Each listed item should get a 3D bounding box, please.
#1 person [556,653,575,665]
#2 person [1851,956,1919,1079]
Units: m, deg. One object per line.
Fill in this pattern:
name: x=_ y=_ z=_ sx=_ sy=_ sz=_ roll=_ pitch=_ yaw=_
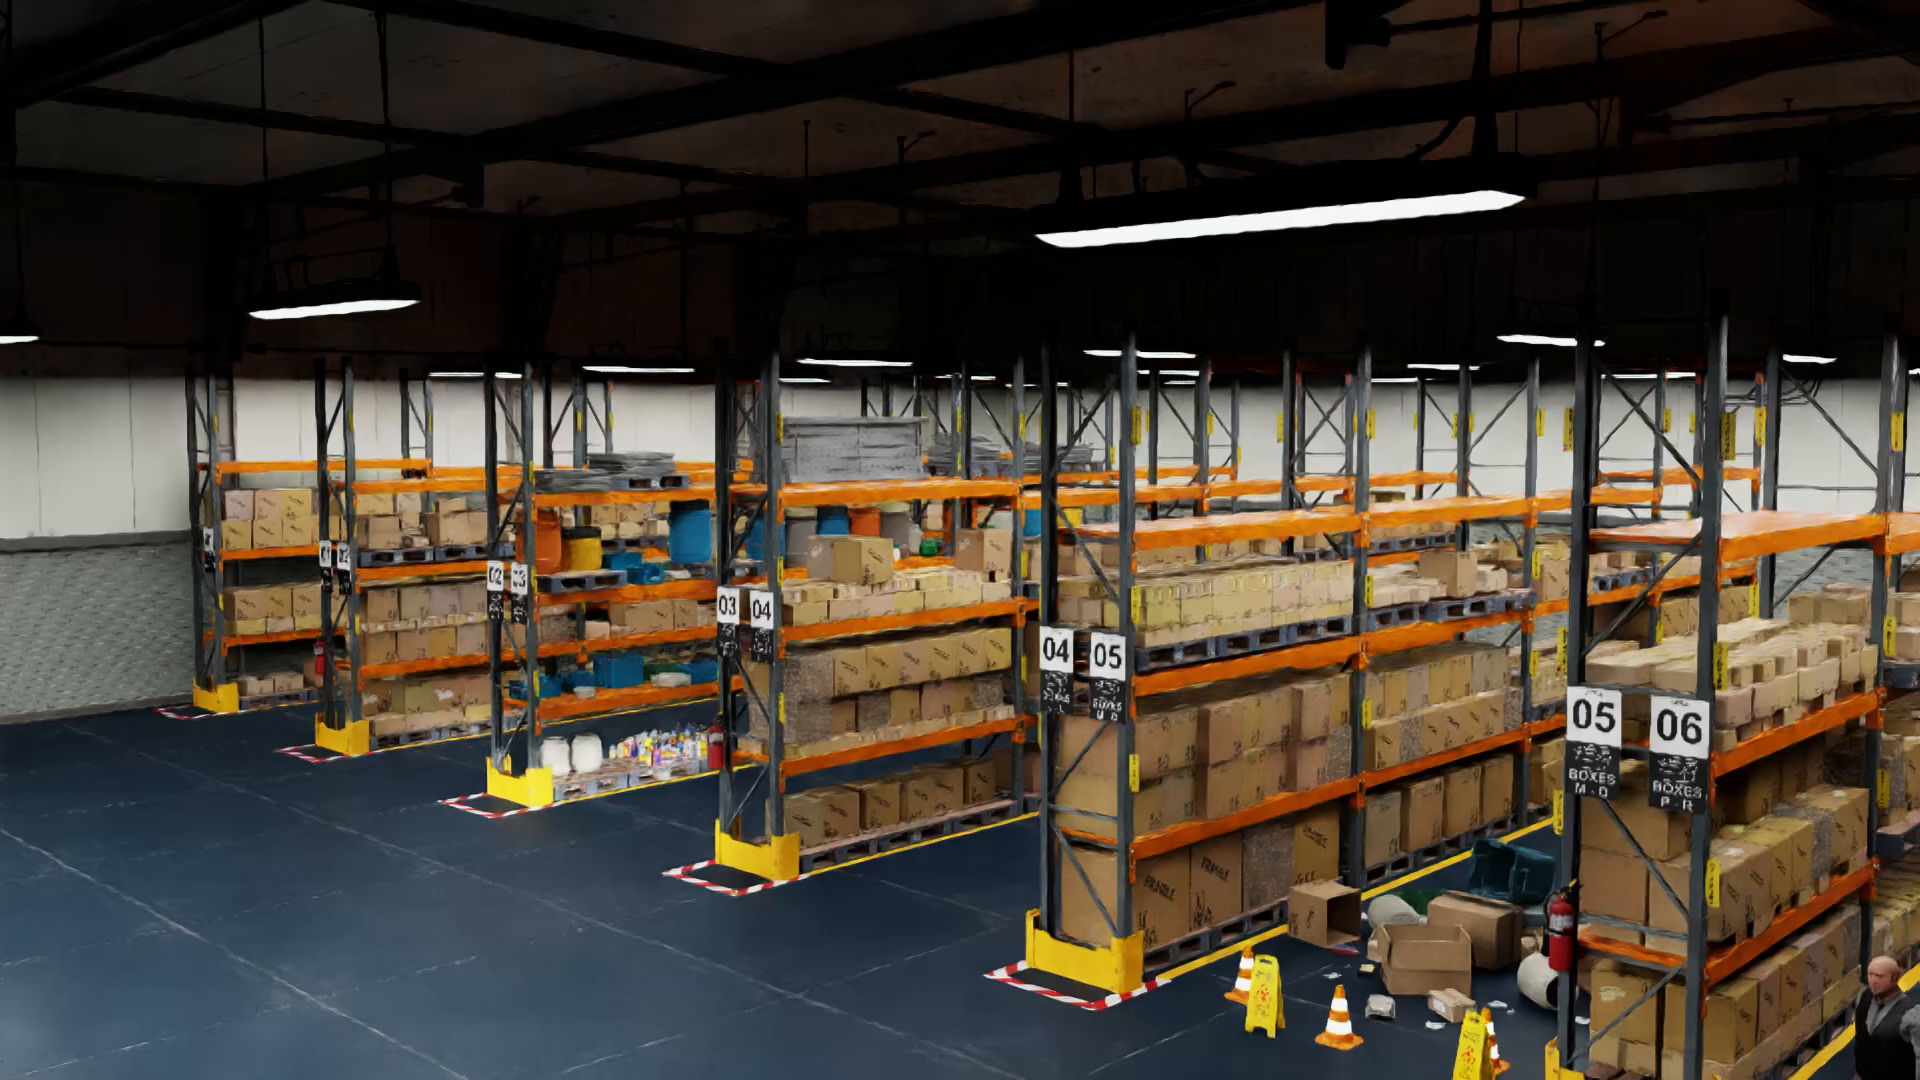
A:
person: x=-7.394 y=1.989 z=30.772 sx=0.463 sy=1.625 sz=0.989 roll=4 pitch=6 yaw=43
person: x=6.068 y=3.512 z=10.788 sx=0.954 sy=1.669 sz=0.572 roll=-2 pitch=5 yaw=-25
